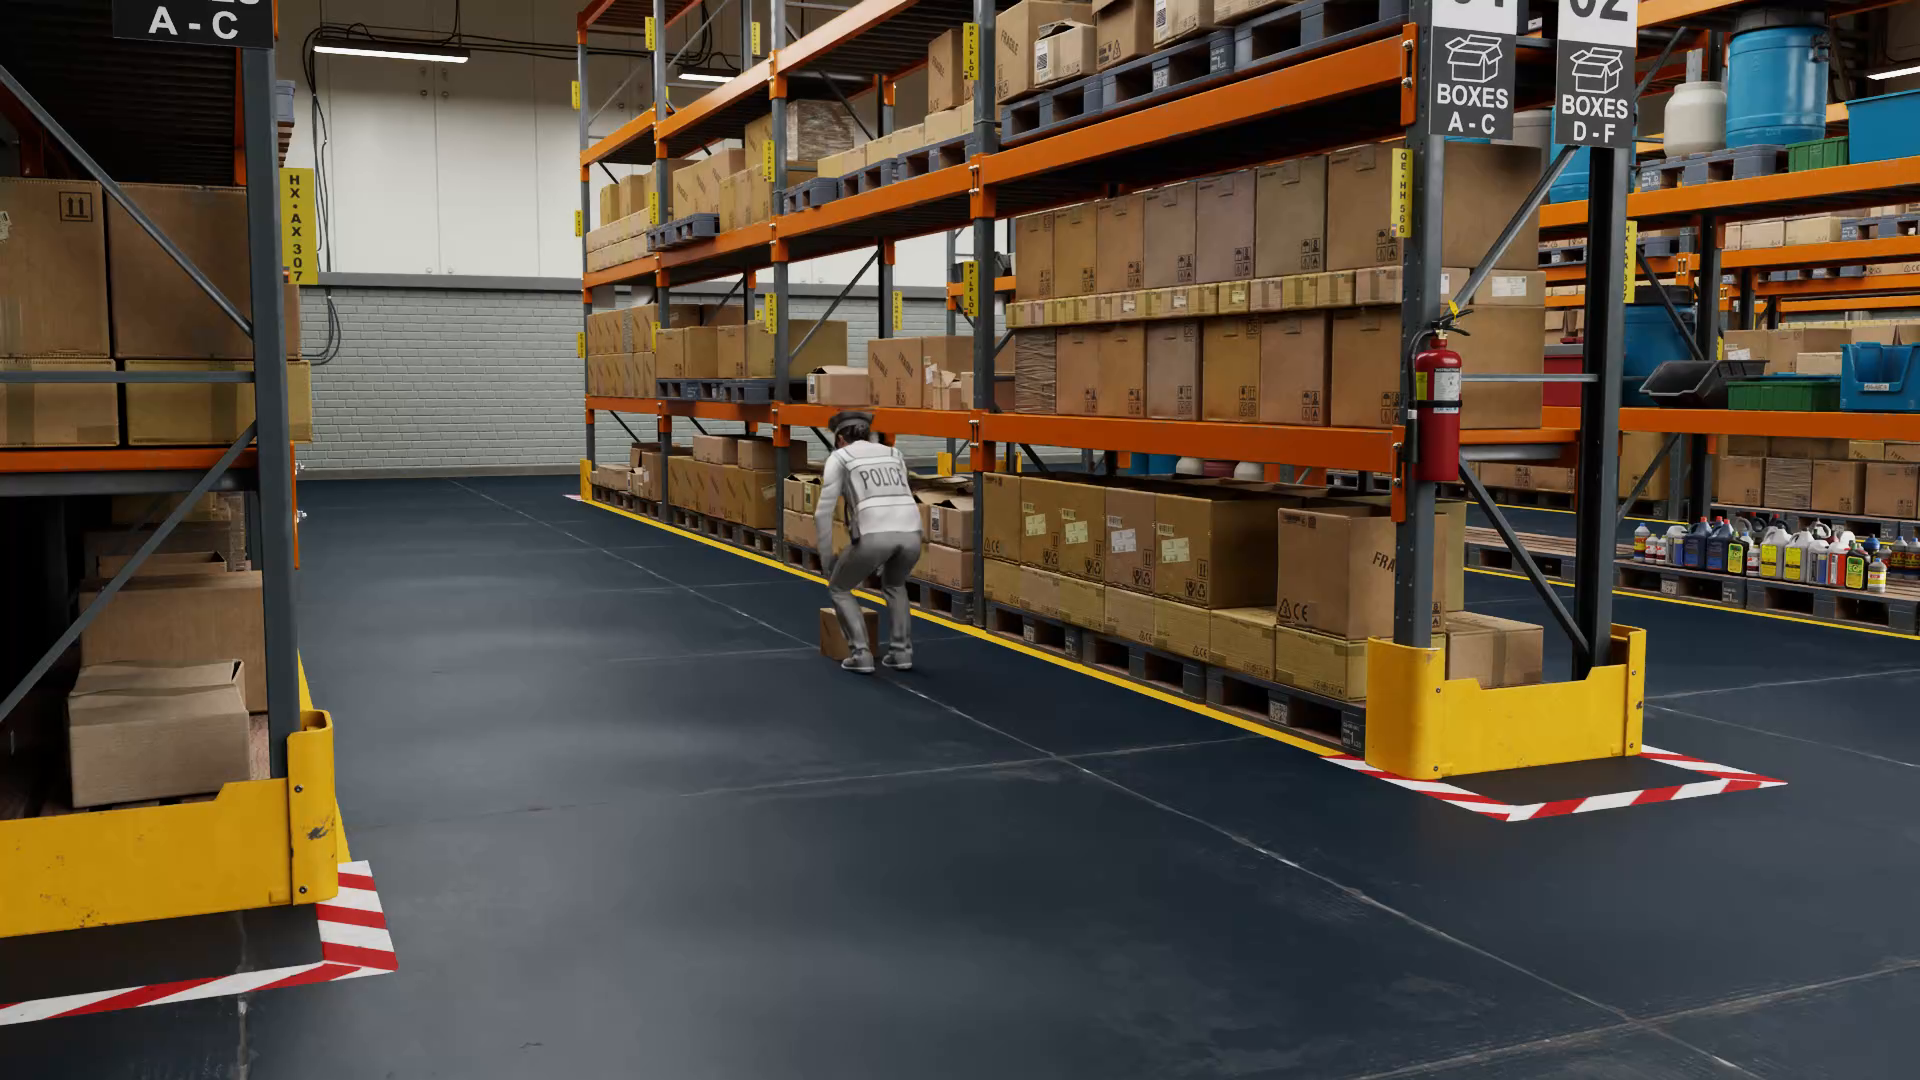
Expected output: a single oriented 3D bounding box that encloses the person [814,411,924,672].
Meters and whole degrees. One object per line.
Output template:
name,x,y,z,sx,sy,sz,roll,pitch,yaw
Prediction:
person,-0.481,0.005,8.648,0.535,1.348,0.725,-2,6,-23
